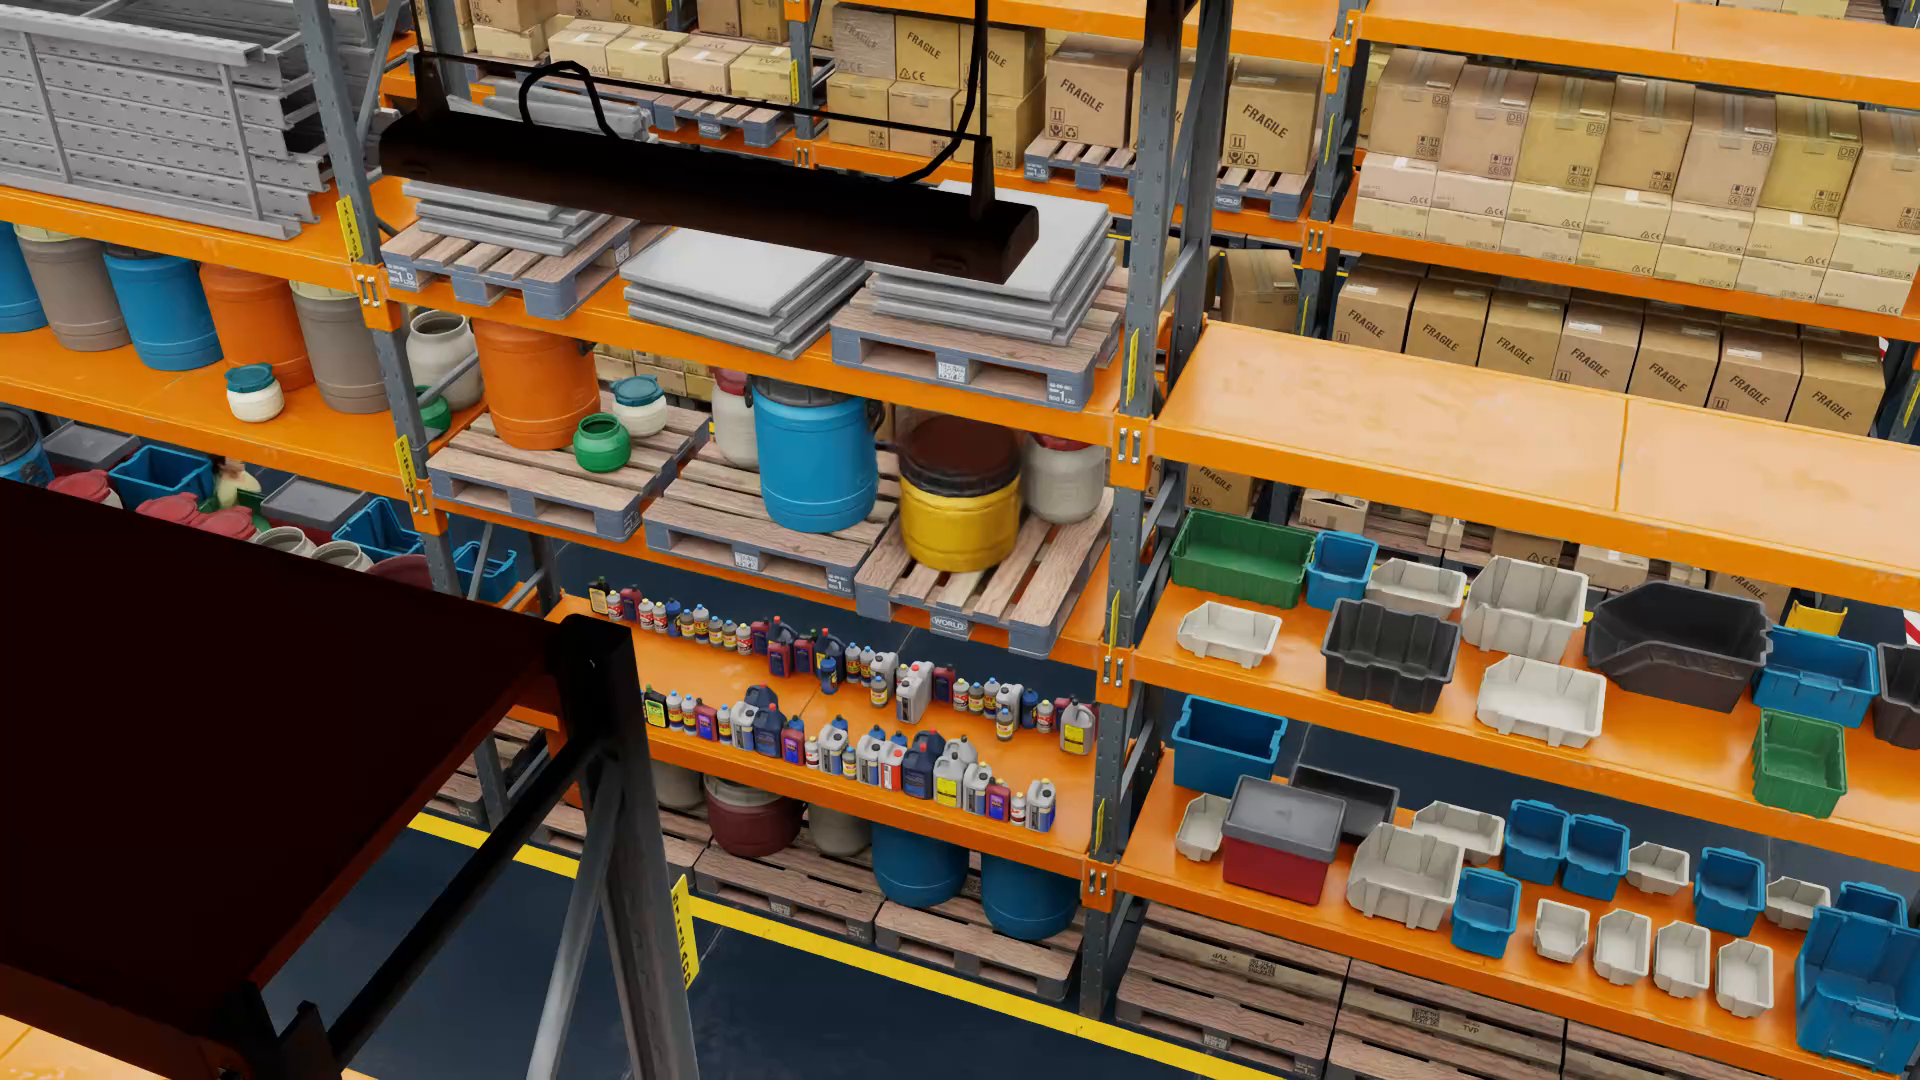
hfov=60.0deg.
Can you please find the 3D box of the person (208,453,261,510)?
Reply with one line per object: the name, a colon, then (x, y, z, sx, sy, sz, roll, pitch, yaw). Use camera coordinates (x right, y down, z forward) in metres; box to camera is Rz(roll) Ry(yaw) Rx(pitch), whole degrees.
person: (-5.059, -0.017, 11.797, 0.475, 1.663, 0.493, -6, 37, -8)
